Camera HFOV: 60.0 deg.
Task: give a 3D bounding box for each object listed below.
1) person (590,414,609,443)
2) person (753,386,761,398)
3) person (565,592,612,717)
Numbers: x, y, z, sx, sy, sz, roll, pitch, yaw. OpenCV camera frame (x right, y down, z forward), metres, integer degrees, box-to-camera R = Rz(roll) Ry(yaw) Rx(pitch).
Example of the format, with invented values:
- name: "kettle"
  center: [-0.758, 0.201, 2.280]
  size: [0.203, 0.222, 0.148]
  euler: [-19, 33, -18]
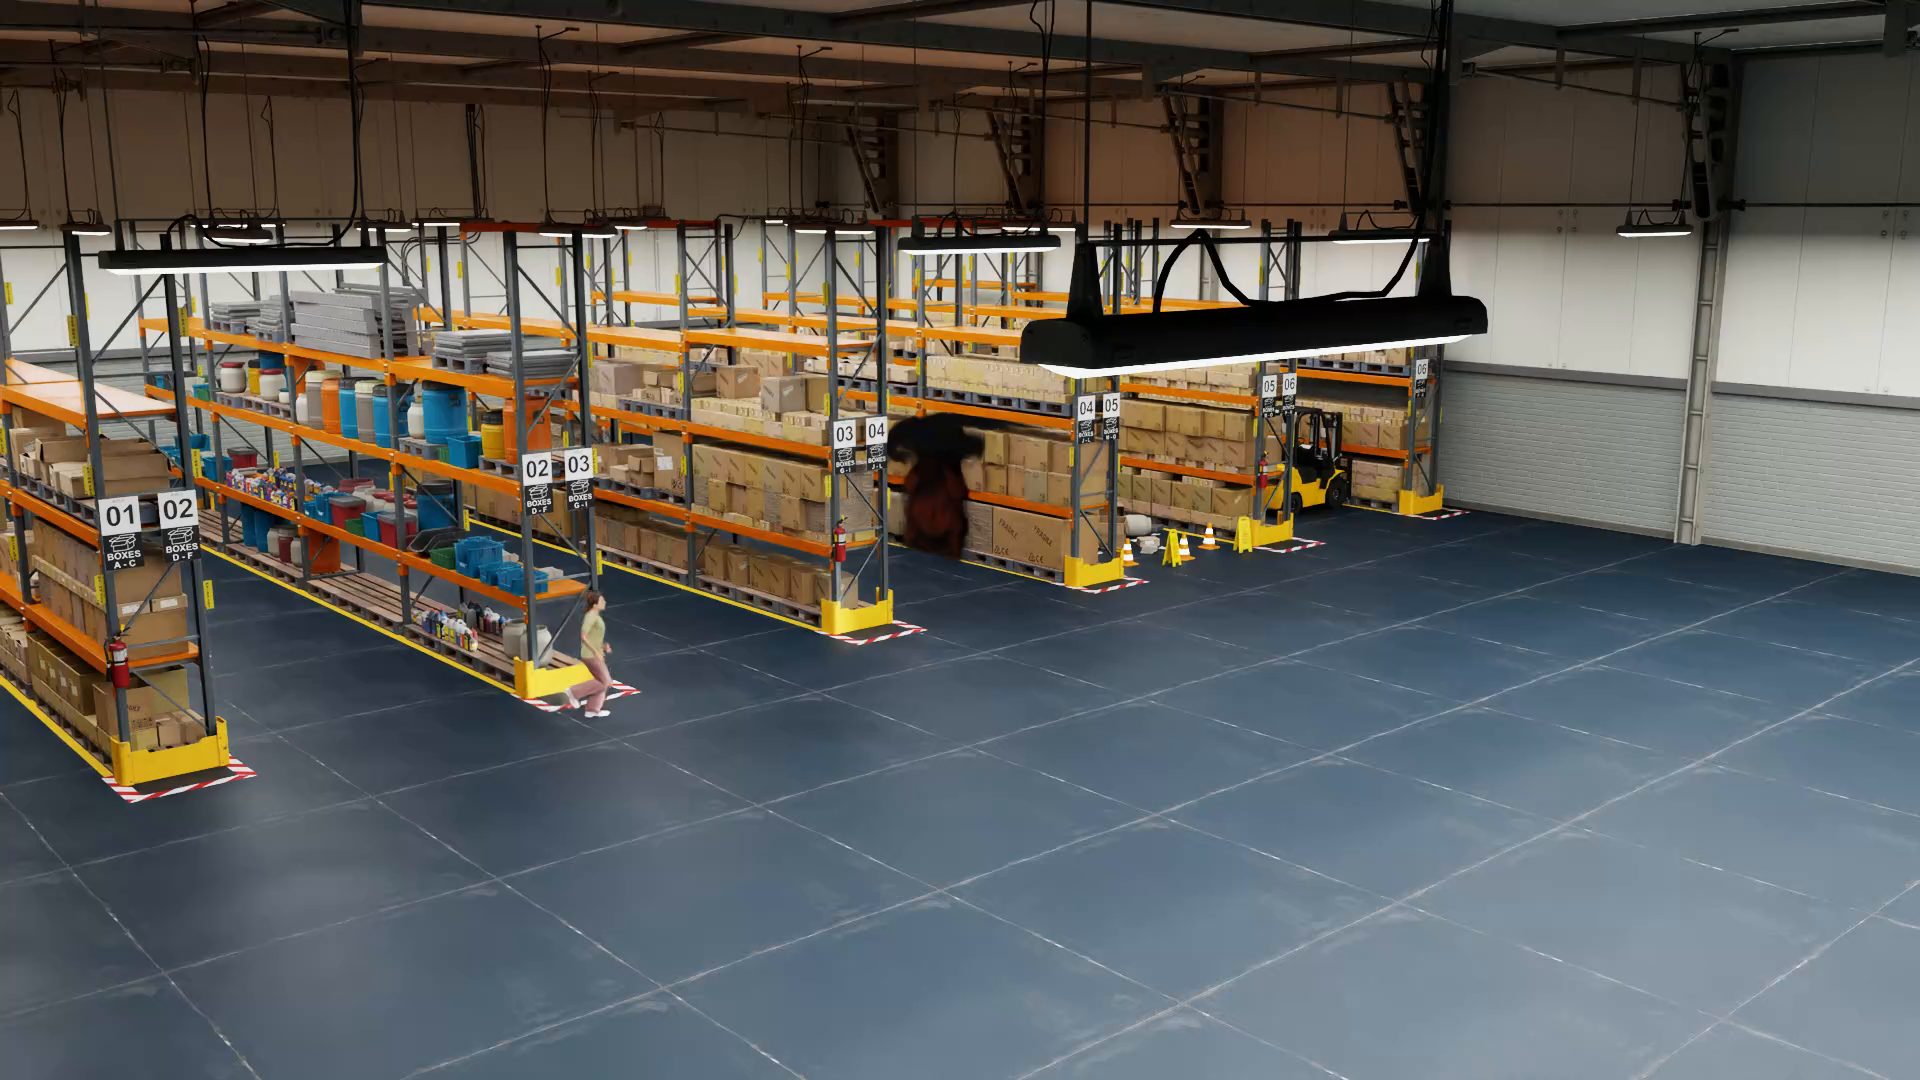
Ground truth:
- name: "person"
  center: [-9.003, -2.746, 41.397]
  size: [0.672, 1.599, 0.935]
  euler: [3, 12, 12]
- name: "person"
  center: [-5.232, -3.336, 44.214]
  size: [0.964, 1.658, 0.503]
  euler: [-8, 14, -33]
- name: "person"
  center: [-4.646, 1.434, 20.732]
  size: [0.566, 1.607, 0.573]
  euler: [-1, 11, -6]
